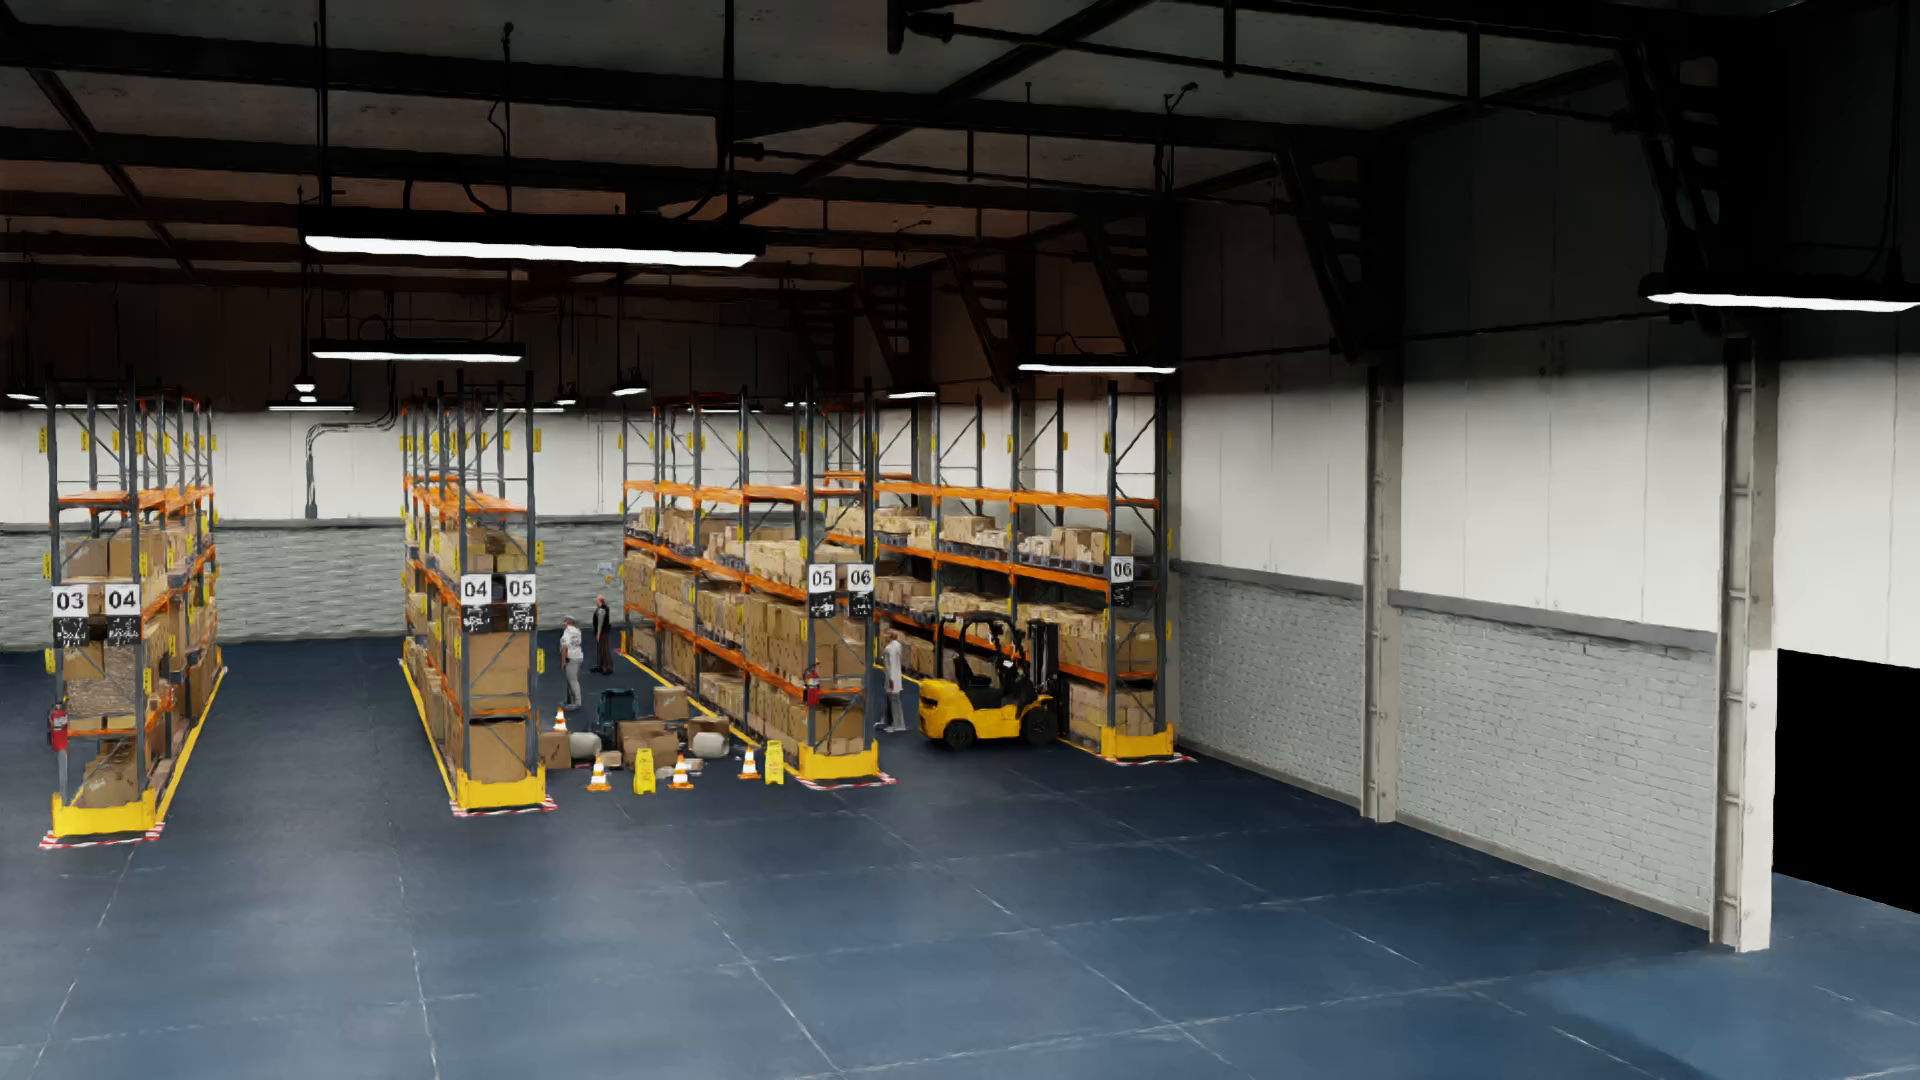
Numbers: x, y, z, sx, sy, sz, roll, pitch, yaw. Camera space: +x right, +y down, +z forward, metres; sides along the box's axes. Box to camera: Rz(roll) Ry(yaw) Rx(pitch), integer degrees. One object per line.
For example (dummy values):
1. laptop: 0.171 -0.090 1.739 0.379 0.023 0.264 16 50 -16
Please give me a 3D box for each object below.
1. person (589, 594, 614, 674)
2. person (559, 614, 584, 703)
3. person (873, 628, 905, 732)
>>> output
1. person: -7.776 2.024 36.007 0.569 1.719 0.644 0 3 -6
2. person: -7.323 2.246 31.382 0.430 1.682 0.560 1 3 9
3. person: -1.240 2.412 28.897 0.605 1.781 0.678 0 3 4
